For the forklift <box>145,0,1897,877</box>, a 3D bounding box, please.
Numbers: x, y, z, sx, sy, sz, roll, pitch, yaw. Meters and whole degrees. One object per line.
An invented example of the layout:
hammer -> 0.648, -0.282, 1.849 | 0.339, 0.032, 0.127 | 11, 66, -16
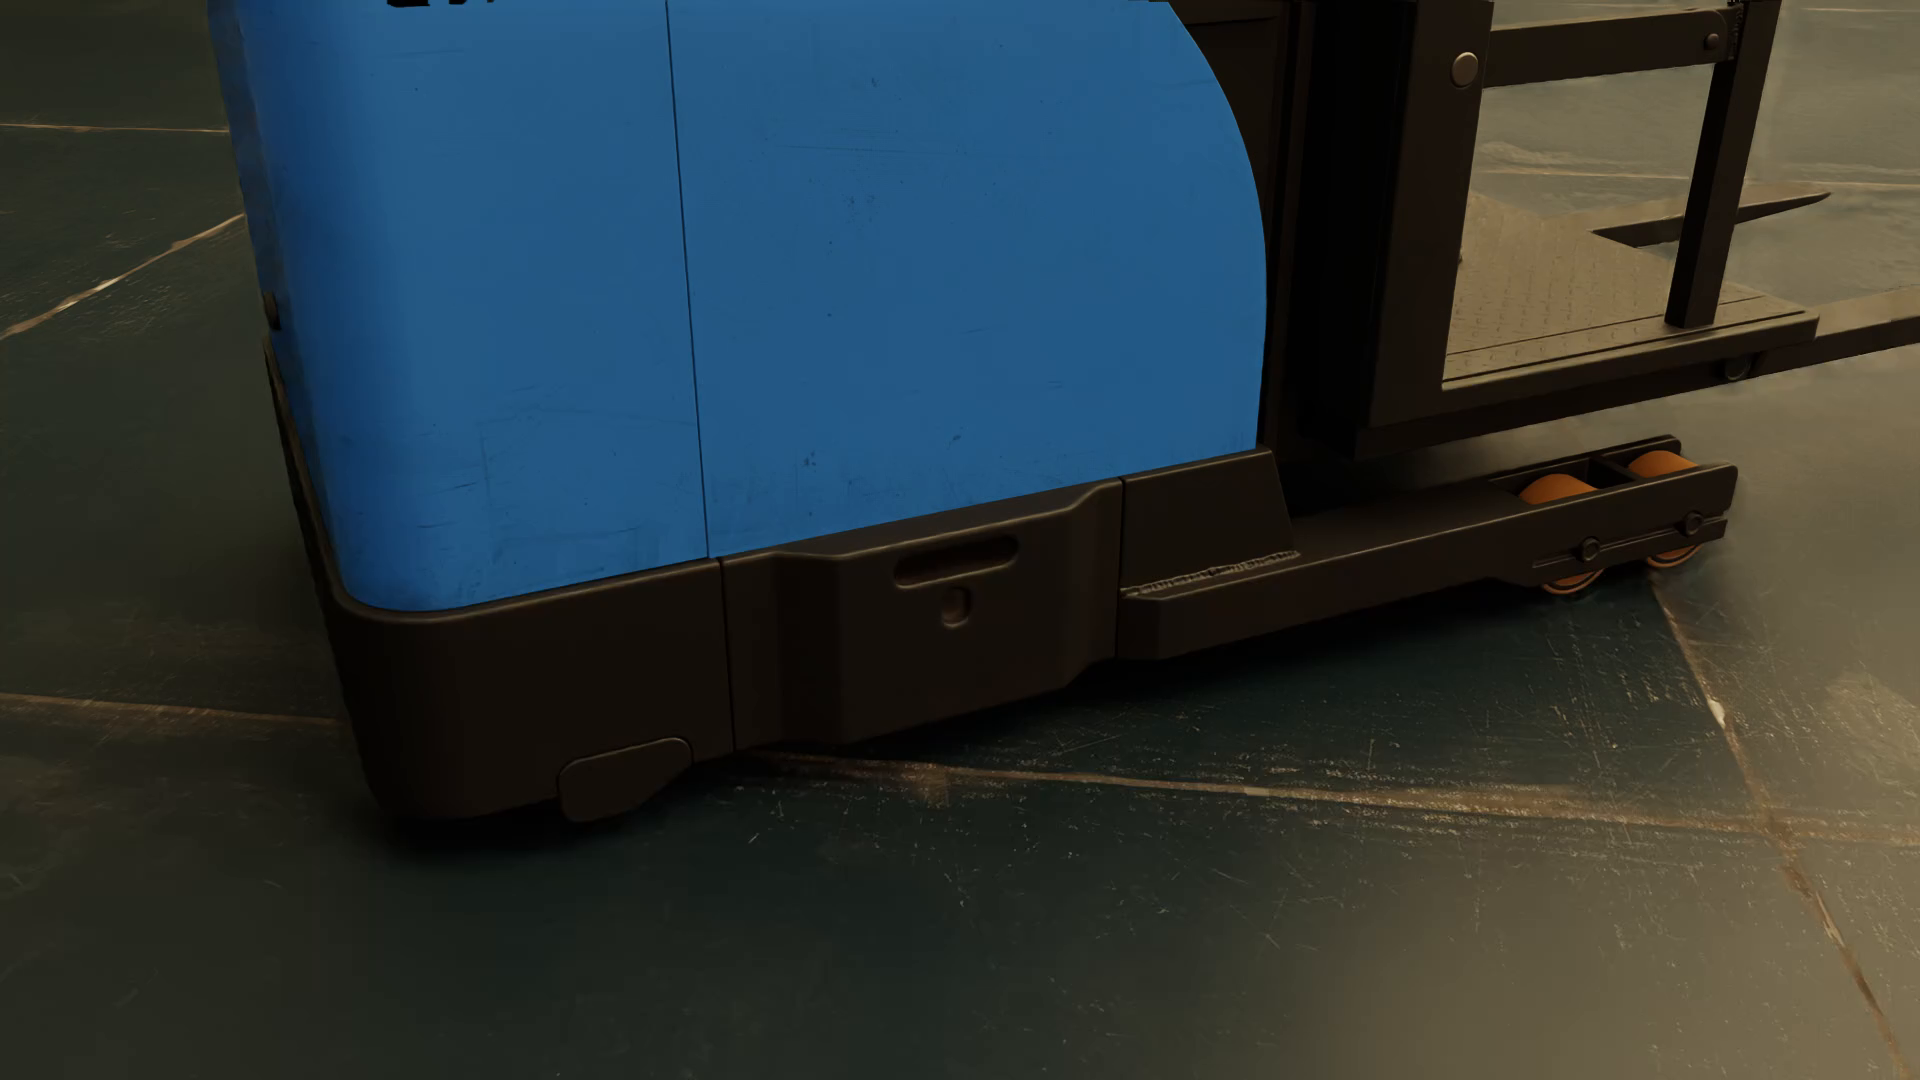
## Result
forklift -> 0.482, -1.488, 2.199 | 3.031, 2.935, 1.130 | -19, 32, -33
